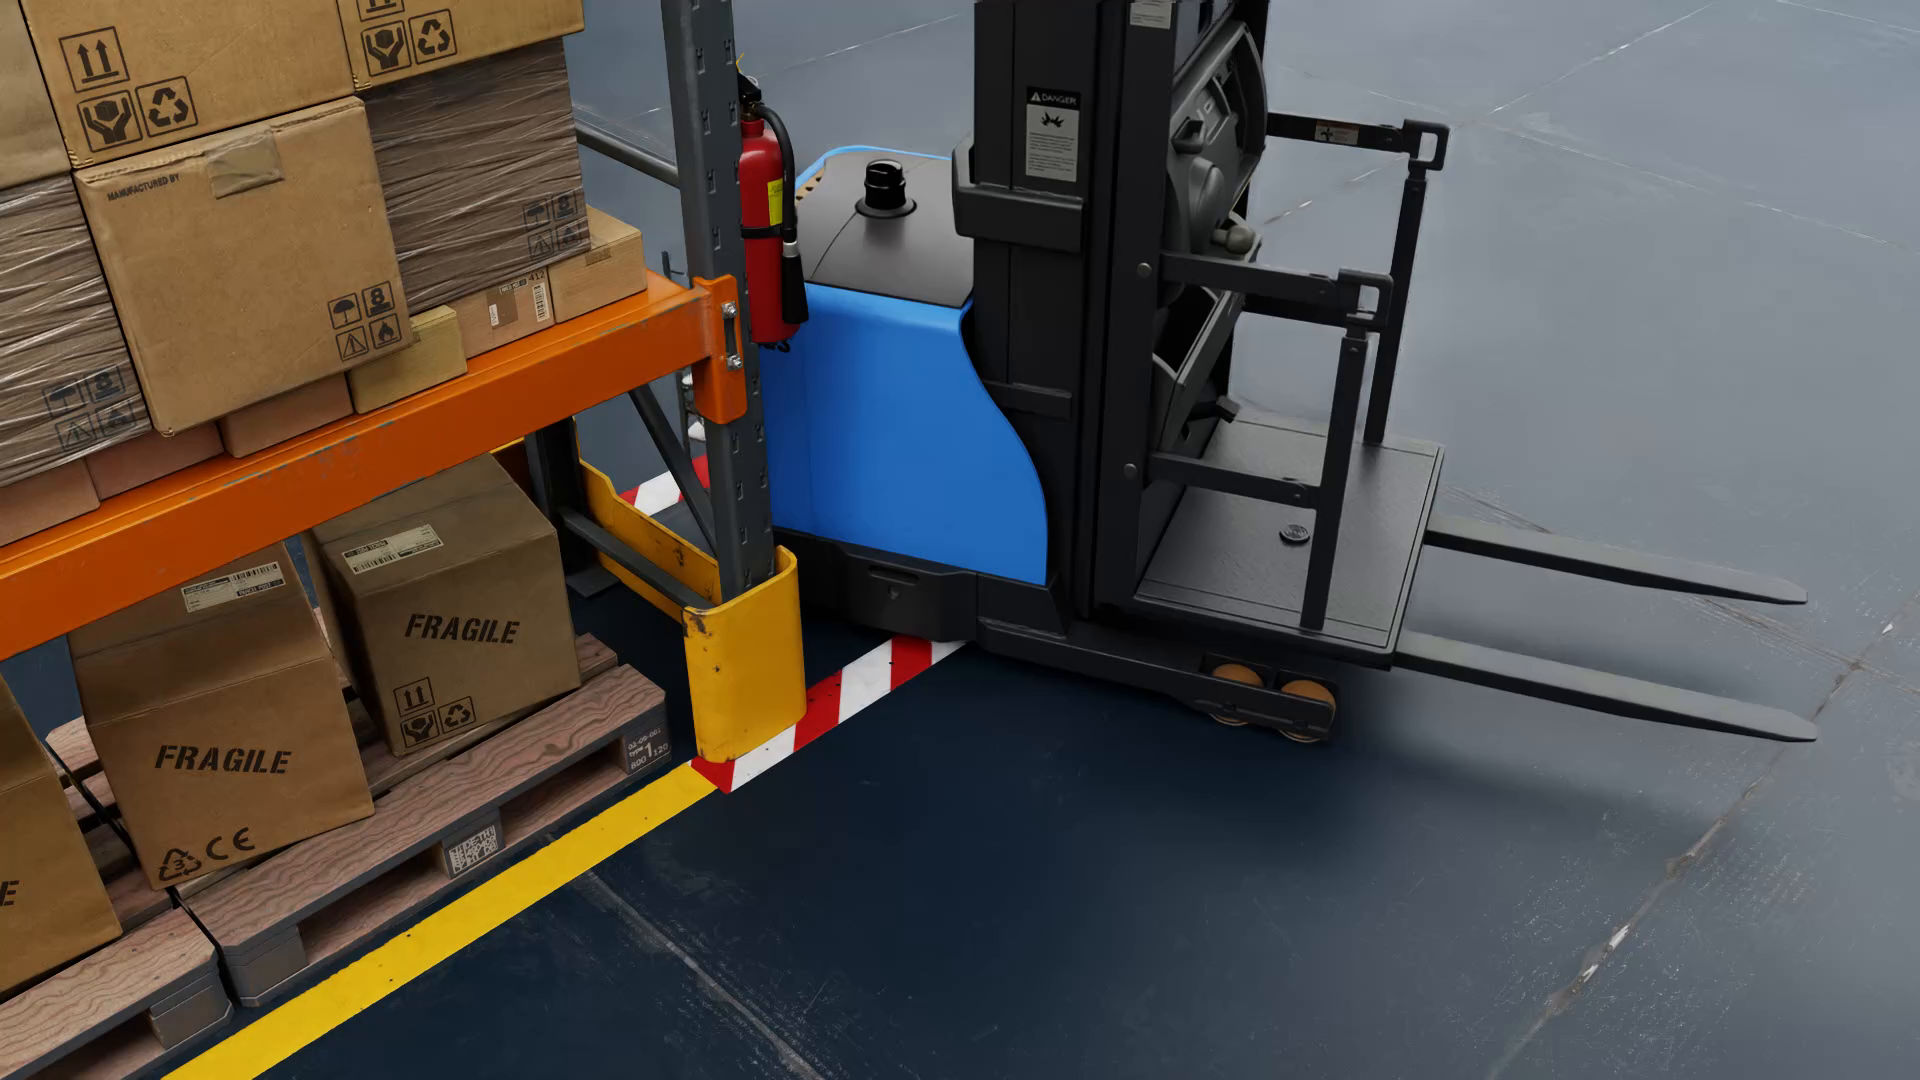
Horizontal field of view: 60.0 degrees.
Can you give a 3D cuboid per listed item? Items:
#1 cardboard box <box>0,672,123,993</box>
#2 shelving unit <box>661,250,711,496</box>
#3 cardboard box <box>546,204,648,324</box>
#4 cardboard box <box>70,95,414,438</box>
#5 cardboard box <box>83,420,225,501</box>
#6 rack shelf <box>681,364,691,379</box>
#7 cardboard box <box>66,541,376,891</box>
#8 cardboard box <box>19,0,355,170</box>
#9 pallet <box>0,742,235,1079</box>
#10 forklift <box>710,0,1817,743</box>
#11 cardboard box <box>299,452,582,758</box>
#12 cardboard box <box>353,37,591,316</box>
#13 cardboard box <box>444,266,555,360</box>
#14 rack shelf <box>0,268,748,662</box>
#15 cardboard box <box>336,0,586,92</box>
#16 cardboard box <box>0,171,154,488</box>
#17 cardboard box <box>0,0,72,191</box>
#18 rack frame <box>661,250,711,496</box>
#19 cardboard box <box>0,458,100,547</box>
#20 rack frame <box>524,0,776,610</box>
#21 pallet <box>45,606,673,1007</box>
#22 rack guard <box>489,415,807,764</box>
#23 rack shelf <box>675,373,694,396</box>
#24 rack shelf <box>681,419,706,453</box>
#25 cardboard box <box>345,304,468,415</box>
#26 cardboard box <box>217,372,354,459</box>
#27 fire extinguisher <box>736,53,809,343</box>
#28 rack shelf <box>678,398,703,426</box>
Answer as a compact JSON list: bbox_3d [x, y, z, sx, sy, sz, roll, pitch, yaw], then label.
[{"bbox_3d":[-2.179,0.643,3.523,0.500,0.500,0.500,-25,42,-32],"label":"cardboard box"},{"bbox_3d":[-0.726,-0.507,5.190,0.258,0.900,0.210,15,38,21],"label":"shelving unit"},{"bbox_3d":[-0.930,-0.657,3.790,0.380,0.149,0.250,30,45,35],"label":"cardboard box"},{"bbox_3d":[-1.550,-0.659,3.225,0.875,0.500,0.500,30,45,35],"label":"cardboard box"},{"bbox_3d":[-1.639,-0.254,3.212,0.380,0.149,0.250,30,45,35],"label":"cardboard box"},{"bbox_3d":[-0.726,-0.553,5.157,0.258,0.077,0.200,15,38,21],"label":"rack shelf"},{"bbox_3d":[-1.725,0.397,3.877,0.500,0.500,0.500,-18,39,-24],"label":"cardboard box"},{"bbox_3d":[-1.436,-1.004,2.846,0.500,0.500,0.500,30,45,35],"label":"cardboard box"},{"bbox_3d":[-2.387,1.024,3.598,1.003,0.211,1.213,30,45,35],"label":"pallet"},{"bbox_3d":[0.836,-1.003,4.126,3.031,2.935,1.130,12,37,17],"label":"forklift"},{"bbox_3d":[-1.328,0.140,4.245,0.500,0.500,0.500,-21,40,-28],"label":"cardboard box"},{"bbox_3d":[-1.283,-0.910,3.585,0.875,0.500,0.500,30,45,35],"label":"cardboard box"},{"bbox_3d":[-1.107,-0.556,3.645,0.380,0.149,0.250,30,45,35],"label":"cardboard box"},{"bbox_3d":[-2.285,0.148,3.045,1.077,0.370,4.000,30,45,35],"label":"rack shelf"},{"bbox_3d":[-1.088,-1.210,3.141,0.500,0.500,0.500,30,45,35],"label":"cardboard box"},{"bbox_3d":[-1.933,-0.473,2.959,0.875,0.500,0.500,30,45,35],"label":"cardboard box"},{"bbox_3d":[-1.791,-0.802,2.557,0.500,0.500,0.500,30,45,35],"label":"cardboard box"},{"bbox_3d":[-0.770,-0.454,5.115,0.240,0.900,0.006,15,38,21],"label":"rack frame"},{"bbox_3d":[-1.799,-0.143,3.053,0.380,0.149,0.250,30,45,35],"label":"cardboard box"},{"bbox_3d":[-0.876,-0.959,4.003,1.000,3.000,0.127,30,45,35],"label":"rack frame"},{"bbox_3d":[-1.527,0.531,4.304,1.003,0.211,1.213,30,45,35],"label":"pallet"},{"bbox_3d":[-0.930,0.097,4.674,1.175,0.500,0.348,30,45,35],"label":"rack guard"},{"bbox_3d":[-0.726,-0.480,5.209,0.258,0.077,0.200,15,38,21],"label":"rack shelf"},{"bbox_3d":[-0.726,-0.332,5.312,0.258,0.077,0.200,15,38,21],"label":"rack shelf"},{"bbox_3d":[-1.247,-0.434,3.470,0.380,0.149,0.250,30,45,35],"label":"cardboard box"},{"bbox_3d":[-1.434,-0.339,3.333,0.380,0.149,0.250,30,45,35],"label":"cardboard box"},{"bbox_3d":[-0.468,-0.788,3.826,0.296,0.674,0.183,30,45,35],"label":"fire extinguisher"},{"bbox_3d":[-0.726,-0.406,5.261,0.258,0.077,0.200,15,38,21],"label":"rack shelf"}]
